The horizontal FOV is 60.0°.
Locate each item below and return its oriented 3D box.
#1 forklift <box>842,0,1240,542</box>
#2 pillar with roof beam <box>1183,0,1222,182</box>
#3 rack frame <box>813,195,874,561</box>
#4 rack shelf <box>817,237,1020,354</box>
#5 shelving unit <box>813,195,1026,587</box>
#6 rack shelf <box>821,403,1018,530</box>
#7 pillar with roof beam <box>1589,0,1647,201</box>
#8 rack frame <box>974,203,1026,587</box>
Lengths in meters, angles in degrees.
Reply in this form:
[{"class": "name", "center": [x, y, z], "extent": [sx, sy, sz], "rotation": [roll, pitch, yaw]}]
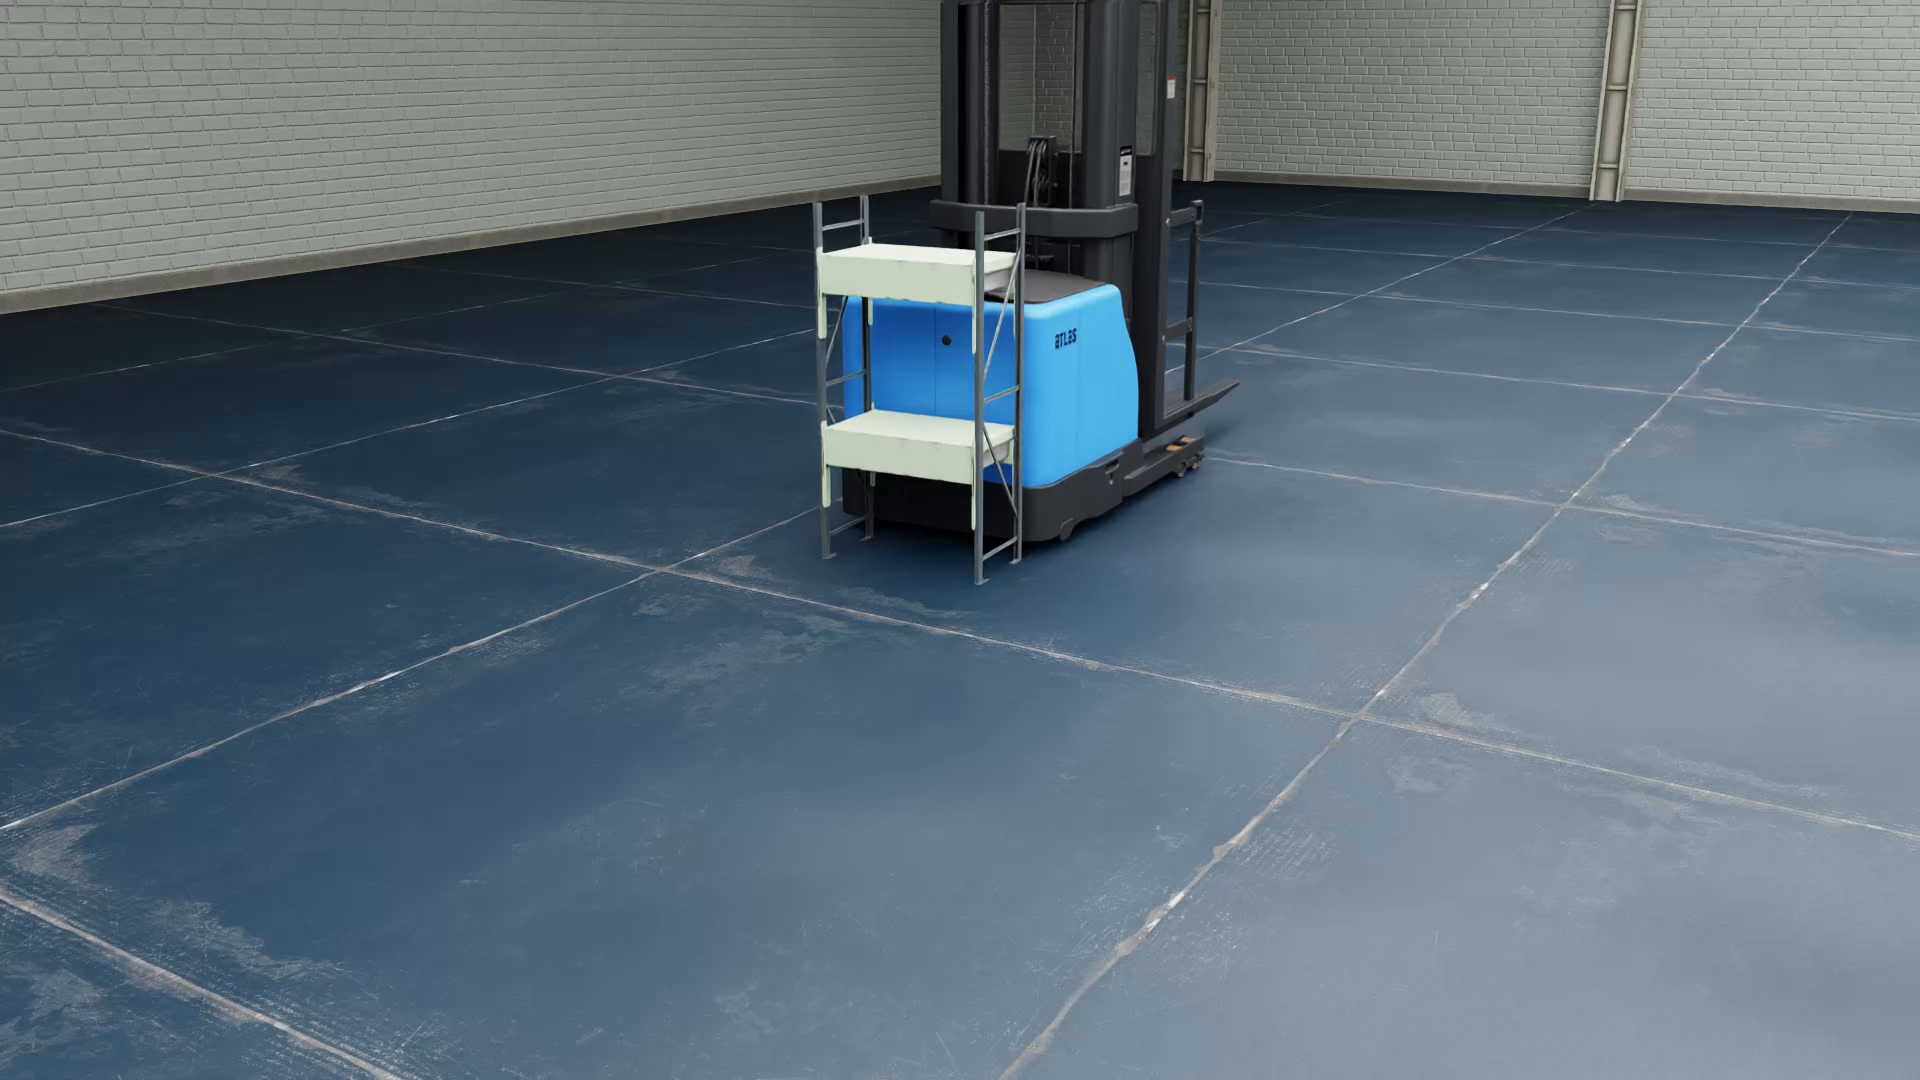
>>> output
[{"class": "forklift", "center": [0.609, -1.774, 8.177], "extent": [1.130, 2.935, 3.031], "rotation": [9, 19, 27]}, {"class": "pillar with roof beam", "center": [1.420, -8.777, 20.793], "extent": [0.400, 9.000, 9.100], "rotation": [10, 20, 30]}, {"class": "rack frame", "center": [-0.487, -0.680, 7.040], "extent": [0.023, 1.500, 0.400], "rotation": [9, 19, 27]}, {"class": "rack shelf", "center": [-0.164, -1.004, 6.763], "extent": [0.720, 0.370, 0.431], "rotation": [9, 19, 27]}, {"class": "shelving unit", "center": [-0.164, -0.631, 6.877], "extent": [0.755, 1.500, 0.431], "rotation": [9, 19, 27]}, {"class": "rack shelf", "center": [-0.164, -0.319, 6.971], "extent": [0.720, 0.370, 0.431], "rotation": [9, 19, 27]}, {"class": "pillar with roof beam", "center": [6.533, -7.864, 17.789], "extent": [0.400, 9.000, 9.100], "rotation": [10, 20, 30]}, {"class": "rack frame", "center": [0.160, -0.581, 6.713], "extent": [0.023, 1.500, 0.400], "rotation": [9, 19, 27]}]
